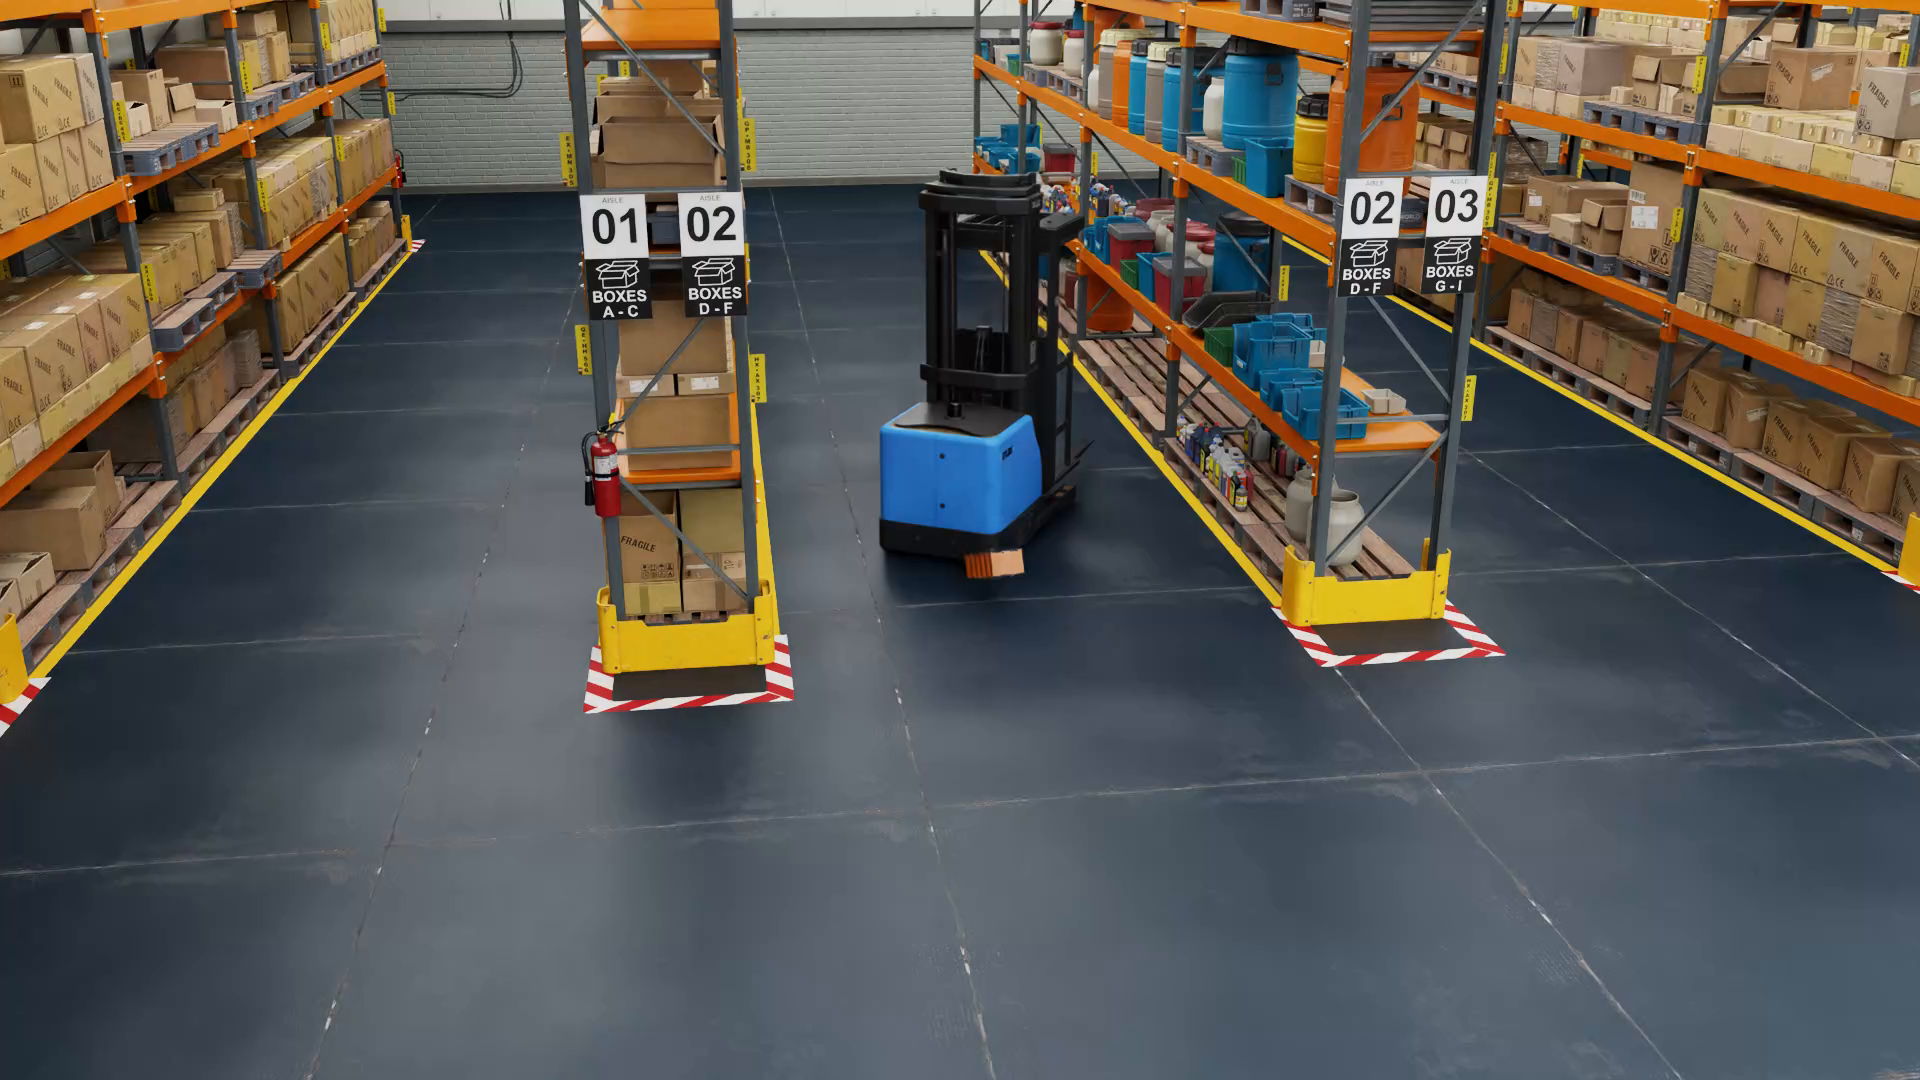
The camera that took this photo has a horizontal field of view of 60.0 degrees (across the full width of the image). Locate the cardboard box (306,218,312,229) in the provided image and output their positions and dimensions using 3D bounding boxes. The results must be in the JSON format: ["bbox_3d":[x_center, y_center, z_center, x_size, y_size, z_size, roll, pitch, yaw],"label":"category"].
[{"bbox_3d":[-8.040,-3.843,20.050,0.380,0.149,0.250,-3,21,-9],"label":"cardboard box"}]

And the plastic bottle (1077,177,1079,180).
[{"bbox_3d":[1.671,-4.818,22.506,0.152,0.276,0.135,-3,21,-8],"label":"plastic bottle"}]

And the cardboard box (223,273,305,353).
[{"bbox_3d":[-7.909,-2.562,18.762,0.750,0.750,0.750,-3,21,-8],"label":"cardboard box"}]

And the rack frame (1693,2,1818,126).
[{"bbox_3d":[7.349,-5.286,15.009,1.000,3.000,0.127,-3,21,-8],"label":"rack frame"}]

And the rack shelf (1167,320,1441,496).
[{"bbox_3d":[2.736,-1.197,13.662,1.077,0.370,4.000,-3,21,-8],"label":"rack shelf"}]

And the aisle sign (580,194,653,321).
[{"bbox_3d":[-2.159,-1.773,10.461,0.394,0.787,0.004,-3,21,-8],"label":"aisle sign"}]

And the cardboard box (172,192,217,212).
[{"bbox_3d":[-7.792,-3.440,16.940,0.380,0.149,0.250,-6,21,-17],"label":"cardboard box"}]

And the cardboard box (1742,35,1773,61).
[{"bbox_3d":[11.038,-6.706,22.624,0.500,0.311,0.500,-3,21,-9],"label":"cardboard box"}]

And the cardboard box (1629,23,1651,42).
[{"bbox_3d":[10.560,-7.719,25.308,0.500,0.250,0.500,-4,21,-10],"label":"cardboard box"}]

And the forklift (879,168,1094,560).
[{"bbox_3d":[0.375,-1.669,13.995,1.130,2.935,3.031,8,22,21],"label":"forklift"}]

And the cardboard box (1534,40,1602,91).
[{"bbox_3d":[6.655,-5.196,18.196,0.500,0.500,0.500,-3,21,-7],"label":"cardboard box"}]

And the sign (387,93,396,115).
[{"bbox_3d":[-8.547,-6.557,24.992,0.100,0.325,0.005,-3,21,-8],"label":"sign"}]

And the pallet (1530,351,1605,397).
[{"bbox_3d":[7.056,-1.863,18.401,1.003,0.211,1.213,-3,21,-8],"label":"pallet"}]

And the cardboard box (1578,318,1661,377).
[{"bbox_3d":[7.151,-2.085,17.954,0.700,0.500,0.500,-5,21,-12],"label":"cardboard box"}]

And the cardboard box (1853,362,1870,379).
[{"bbox_3d":[7.542,-1.408,13.559,0.380,0.149,0.250,-3,21,-8],"label":"cardboard box"}]

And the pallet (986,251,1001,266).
[{"bbox_3d":[0.971,-4.366,25.104,1.003,0.211,1.213,-3,21,-8],"label":"pallet"}]

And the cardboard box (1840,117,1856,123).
[{"bbox_3d":[7.781,-3.533,14.245,0.380,0.149,0.250,-2,21,-6],"label":"cardboard box"}]

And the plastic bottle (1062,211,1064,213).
[{"bbox_3d":[1.289,-3.926,20.224,0.097,0.201,0.097,0,20,0],"label":"plastic bottle"}]

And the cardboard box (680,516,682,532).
[{"bbox_3d":[-2.476,-0.191,13.270,0.500,0.250,0.500,-3,21,-8],"label":"cardboard box"}]

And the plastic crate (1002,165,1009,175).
[{"bbox_3d":[0.867,-5.269,23.845,0.437,0.125,0.590,-3,21,-8],"label":"plastic crate"}]

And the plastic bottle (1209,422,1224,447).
[{"bbox_3d":[2.296,-0.898,14.991,0.144,0.351,0.185,-3,21,-8],"label":"plastic bottle"}]

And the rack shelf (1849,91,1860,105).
[{"bbox_3d":[11.407,-5.837,21.798,1.077,0.370,4.000,-3,21,-8],"label":"rack shelf"}]

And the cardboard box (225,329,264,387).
[{"bbox_3d":[-7.777,-1.900,17.460,0.700,0.500,0.500,-3,21,-7],"label":"cardboard box"}]

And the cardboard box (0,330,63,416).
[{"bbox_3d":[-6.680,-1.163,11.658,0.500,0.500,0.500,-4,21,-10],"label":"cardboard box"}]

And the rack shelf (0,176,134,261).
[{"bbox_3d":[-7.067,-2.102,11.799,1.077,0.370,4.000,-3,21,-8],"label":"rack shelf"}]

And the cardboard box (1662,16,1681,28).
[{"bbox_3d":[10.645,-7.672,24.613,0.380,0.149,0.250,-4,21,-10],"label":"cardboard box"}]

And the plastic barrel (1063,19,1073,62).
[{"bbox_3d":[1.627,-6.380,21.356,0.600,0.588,0.600,0,20,0],"label":"plastic barrel"}]

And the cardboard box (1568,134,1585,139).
[{"bbox_3d":[10.333,-6.863,27.236,0.500,0.500,0.500,-2,21,-5],"label":"cardboard box"}]

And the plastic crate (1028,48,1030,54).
[{"bbox_3d":[1.143,-7.360,25.150,0.450,0.188,0.336,-3,21,-8],"label":"plastic crate"}]

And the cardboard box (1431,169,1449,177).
[{"bbox_3d":[6.312,-4.419,21.117,0.500,0.500,0.500,-4,21,-10],"label":"cardboard box"}]

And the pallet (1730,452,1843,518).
[{"bbox_3d":[7.660,-0.516,14.795,1.003,0.211,1.213,-3,21,-8],"label":"pallet"}]

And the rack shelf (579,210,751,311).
[{"bbox_3d":[-2.166,-2.353,12.471,1.077,0.370,4.000,-3,21,-8],"label":"rack shelf"}]

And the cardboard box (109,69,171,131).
[{"bbox_3d":[-7.533,-3.996,15.097,0.500,0.500,0.500,-4,21,-10],"label":"cardboard box"}]

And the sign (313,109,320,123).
[{"bbox_3d":[-9.636,-6.298,24.941,0.100,0.325,0.005,-3,21,-8],"label":"sign"}]

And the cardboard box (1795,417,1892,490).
[{"bbox_3d":[7.661,-0.757,14.428,0.500,0.500,0.500,-1,21,-3],"label":"cardboard box"}]

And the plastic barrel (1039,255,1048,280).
[{"bbox_3d":[1.356,-4.021,22.593,0.600,0.901,0.708,-3,21,-8],"label":"plastic barrel"}]

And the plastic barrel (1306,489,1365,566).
[{"bbox_3d":[2.854,-0.097,12.643,0.421,0.512,0.421,0,20,0],"label":"plastic barrel"}]

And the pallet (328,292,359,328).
[{"bbox_3d":[-8.323,-2.927,21.251,1.003,0.211,1.213,-3,21,-8],"label":"pallet"}]

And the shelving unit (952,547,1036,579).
[{"bbox_3d":[0.238,0.177,12.353,0.258,0.189,1.200,-7,0,-17],"label":"shelving unit"}]

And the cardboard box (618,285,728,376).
[{"bbox_3d":[-1.940,-1.428,11.255,0.700,0.500,0.500,-3,21,-8],"label":"cardboard box"}]

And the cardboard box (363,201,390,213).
[{"bbox_3d":[-8.687,-4.938,24.697,0.380,0.149,0.250,-3,21,-8],"label":"cardboard box"}]

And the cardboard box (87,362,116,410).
[{"bbox_3d":[-6.836,-1.171,12.749,0.500,0.250,0.500,-3,21,-8],"label":"cardboard box"}]

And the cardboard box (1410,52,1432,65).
[{"bbox_3d":[6.265,-6.422,21.863,0.500,0.311,0.500,-4,21,-10],"label":"cardboard box"}]

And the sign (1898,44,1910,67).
[{"bbox_3d":[11.158,-5.697,19.656,0.100,0.325,0.005,-3,21,-8],"label":"sign"}]

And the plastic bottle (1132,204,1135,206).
[{"bbox_3d":[2.088,-3.932,20.122,0.061,0.283,0.133,-3,21,-8],"label":"plastic bottle"}]

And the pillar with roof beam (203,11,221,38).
[{"bbox_3d":[-5.206,-7.723,21.532,9.100,9.000,0.400,-3,21,-8],"label":"pillar with roof beam"}]

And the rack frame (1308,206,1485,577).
[{"bbox_3d":[3.024,-0.841,11.682,1.000,3.000,0.127,-3,21,-8],"label":"rack frame"}]

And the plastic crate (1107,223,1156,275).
[{"bbox_3d":[1.801,-3.066,17.547,0.402,0.464,0.583,-3,21,-8],"label":"plastic crate"}]

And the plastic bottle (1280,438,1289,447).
[{"bbox_3d":[2.900,-0.805,14.741,0.144,0.351,0.185,-3,21,-8],"label":"plastic bottle"}]

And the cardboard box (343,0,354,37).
[{"bbox_3d":[-8.491,-7.036,22.379,0.500,0.500,0.500,-3,21,-7],"label":"cardboard box"}]

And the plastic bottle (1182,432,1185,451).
[{"bbox_3d":[2.089,-0.919,15.259,0.097,0.201,0.097,0,20,0],"label":"plastic bottle"}]

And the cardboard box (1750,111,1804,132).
[{"bbox_3d":[7.215,-3.686,14.654,0.380,0.149,0.250,-3,21,-7],"label":"cardboard box"}]

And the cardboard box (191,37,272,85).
[{"bbox_3d":[-8.338,-5.478,19.038,0.700,0.500,0.500,-3,21,-8],"label":"cardboard box"}]

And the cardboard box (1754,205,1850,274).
[{"bbox_3d":[7.307,-2.616,14.436,0.500,0.500,0.500,-3,21,-8],"label":"cardboard box"}]

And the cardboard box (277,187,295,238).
[{"bbox_3d":[-7.815,-3.670,18.659,0.500,0.500,0.500,-2,21,-6],"label":"cardboard box"}]
